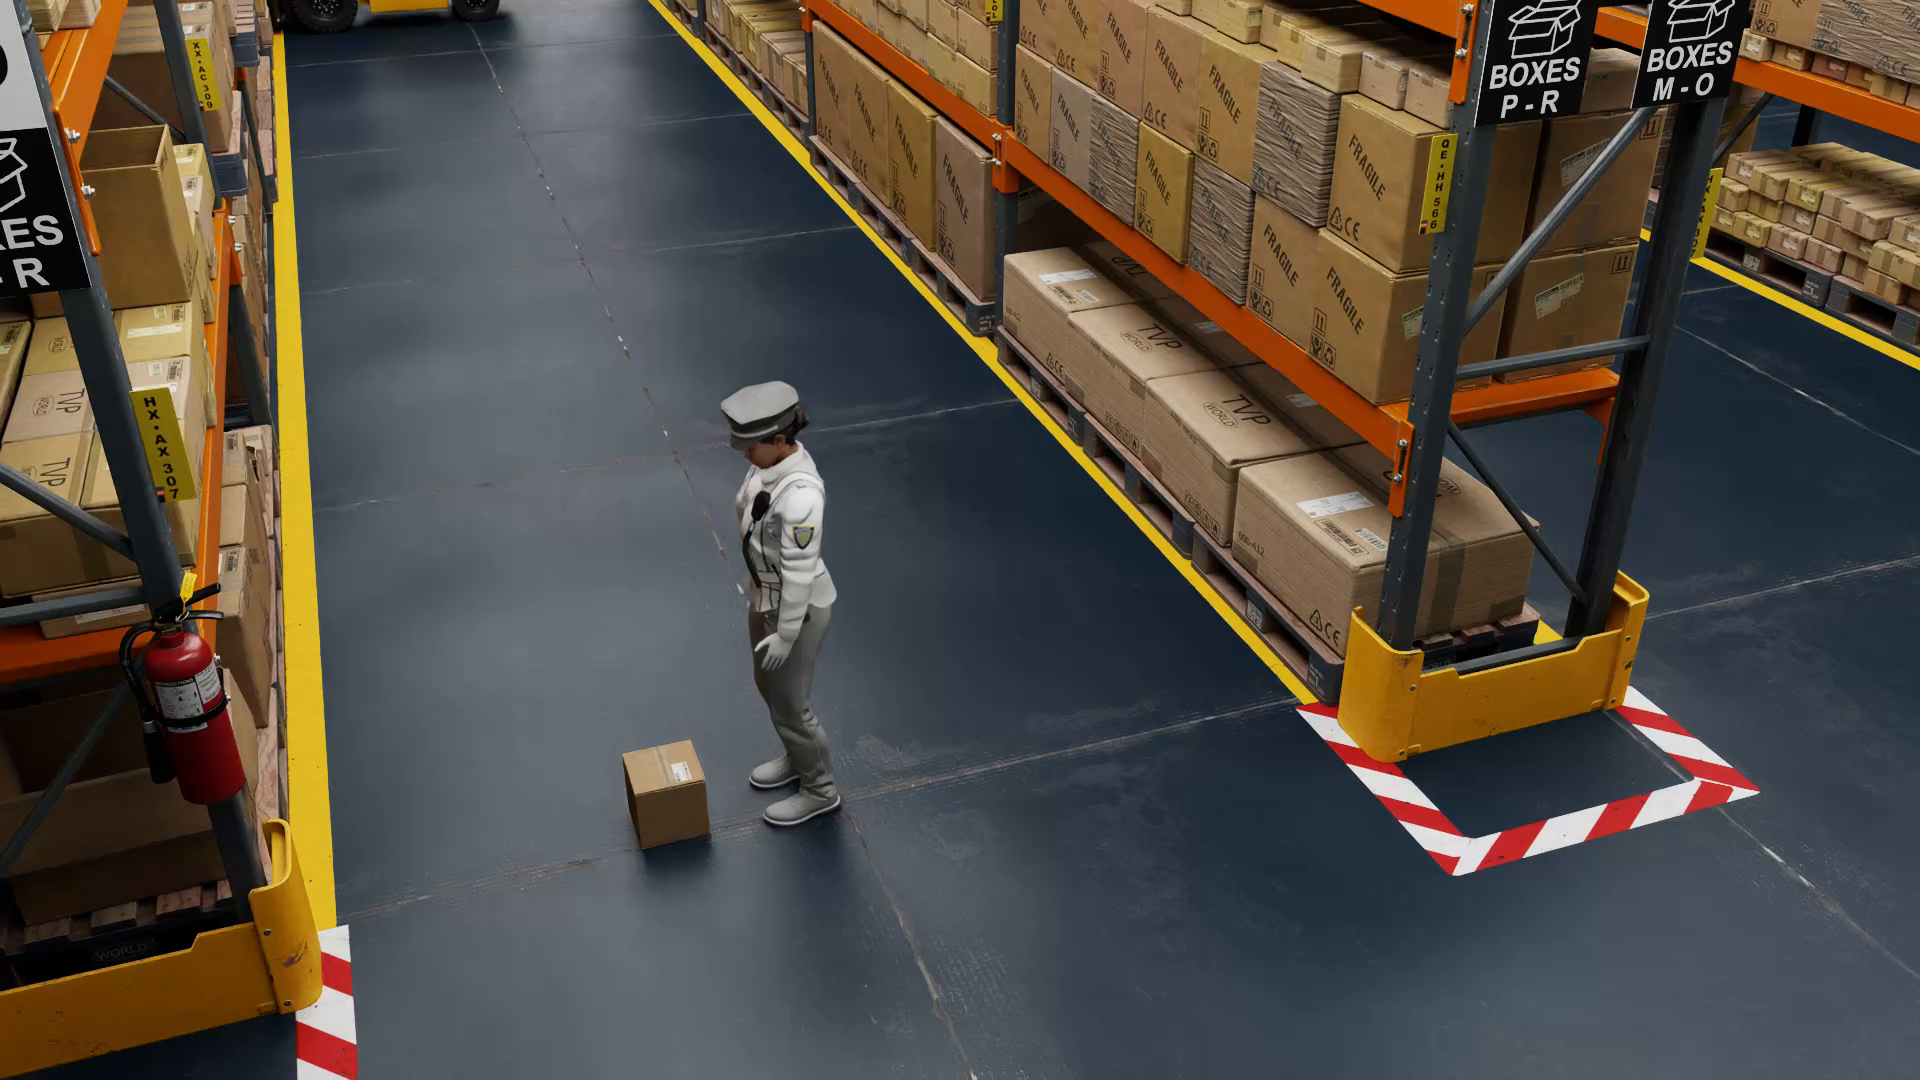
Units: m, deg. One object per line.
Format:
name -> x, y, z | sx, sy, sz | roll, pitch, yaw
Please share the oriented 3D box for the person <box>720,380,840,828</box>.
person -> -0.600, 0.240, 5.728 | 0.333, 1.659, 0.476 | -10, 31, -17
